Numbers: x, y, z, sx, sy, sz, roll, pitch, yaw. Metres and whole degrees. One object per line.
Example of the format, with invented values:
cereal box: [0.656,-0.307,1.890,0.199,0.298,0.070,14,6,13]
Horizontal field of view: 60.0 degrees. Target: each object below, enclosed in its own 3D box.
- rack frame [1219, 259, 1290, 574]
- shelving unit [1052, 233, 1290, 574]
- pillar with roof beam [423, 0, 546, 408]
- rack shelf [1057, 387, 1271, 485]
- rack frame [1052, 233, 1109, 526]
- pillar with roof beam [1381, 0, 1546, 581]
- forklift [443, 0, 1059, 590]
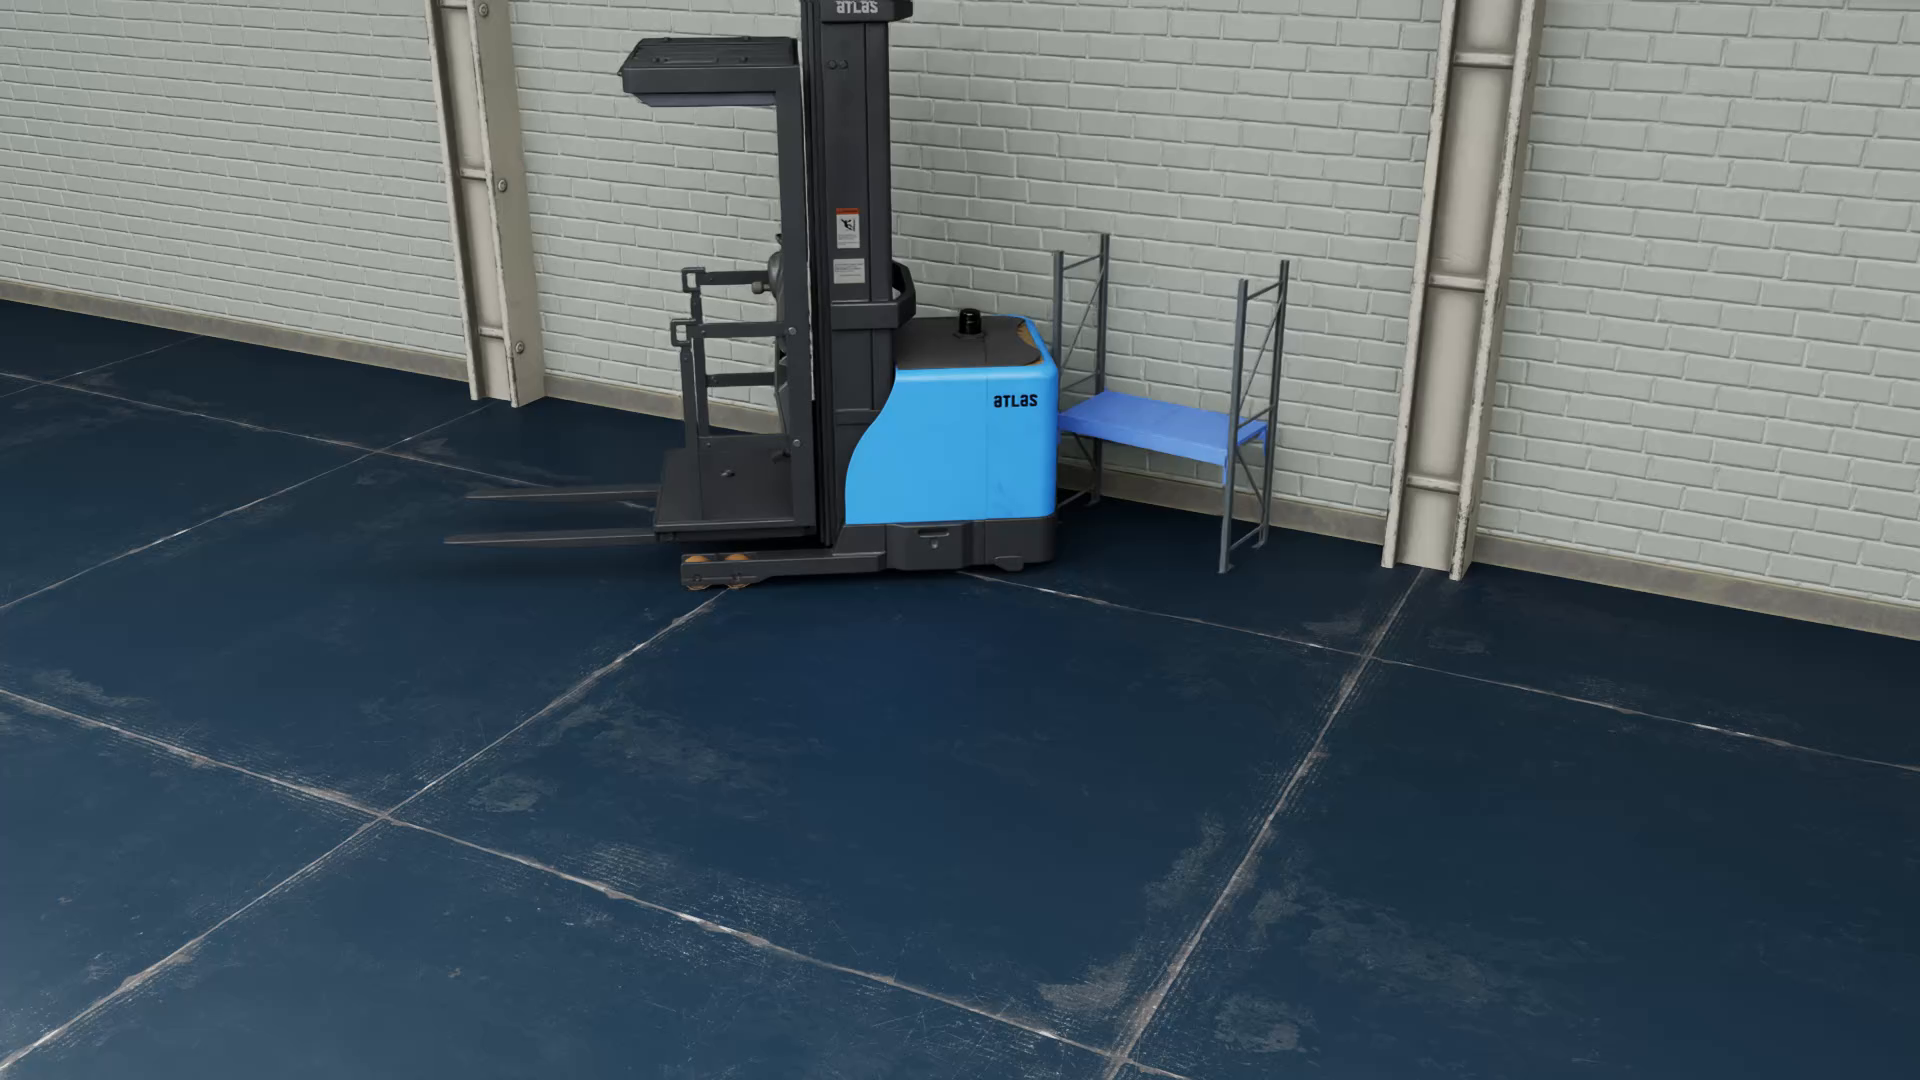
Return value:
rack frame: [1.458,-0.603,8.250,0.032,1.500,0.500,15,27,32]
shelving unit: [1.041,-0.717,8.519,1.048,1.500,0.538,15,27,32]
pillar with roof beam: [-4.914,-3.583,5.676,0.400,9.000,9.100,11,25,25]
rack shelf: [1.041,-0.551,8.589,1.000,0.185,0.538,15,27,32]
rack frame: [0.625,-0.831,8.787,0.032,1.500,0.500,15,27,32]
pillar with roof beam: [0.440,-2.523,3.185,0.400,9.000,9.100,11,25,25]
forklift: [-1.061,-1.319,8.107,3.031,2.935,1.130,-2,23,-5]
